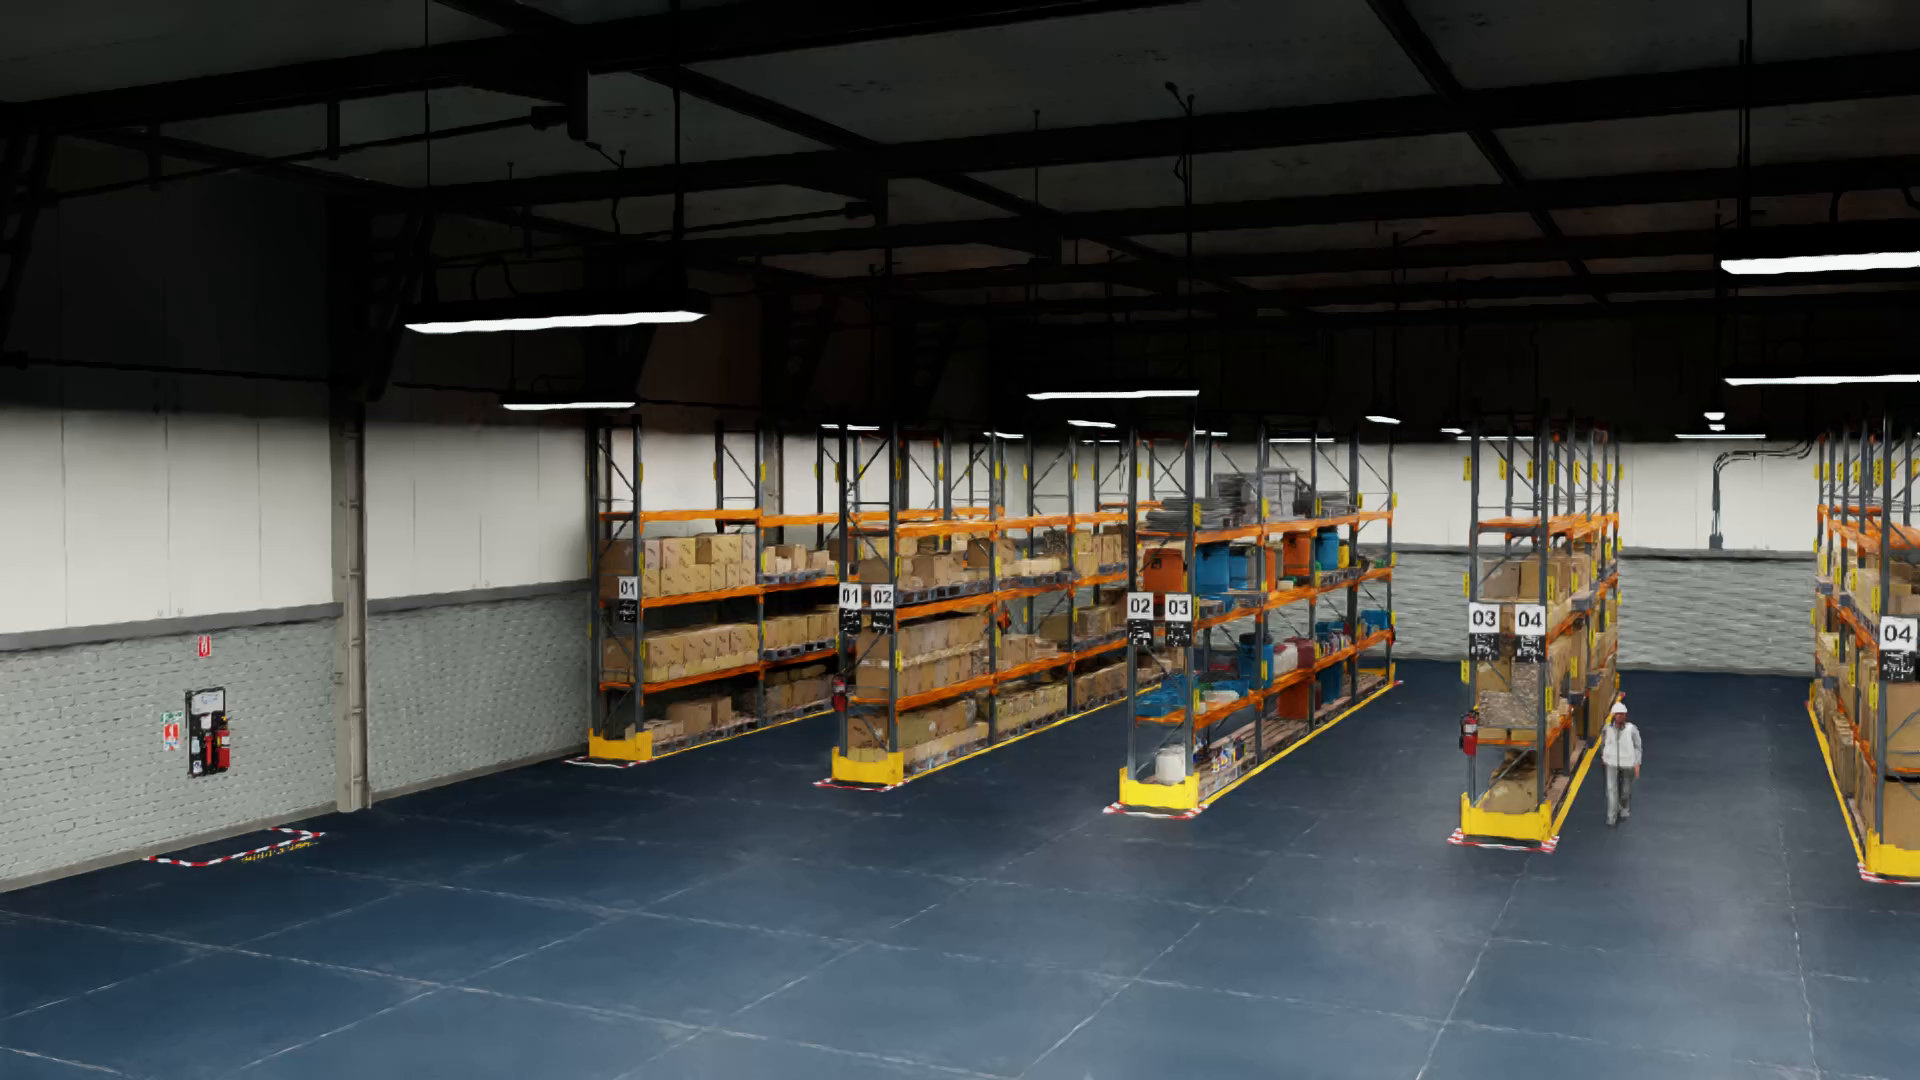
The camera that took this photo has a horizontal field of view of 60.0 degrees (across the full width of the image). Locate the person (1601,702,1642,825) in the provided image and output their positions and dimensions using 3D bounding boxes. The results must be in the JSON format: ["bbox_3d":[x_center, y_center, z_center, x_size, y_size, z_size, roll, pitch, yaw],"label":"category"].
[{"bbox_3d":[9.413,3.165,23.678,0.555,1.725,1.029,1,3,24],"label":"person"}]

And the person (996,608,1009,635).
[{"bbox_3d":[1.029,2.308,44.642,0.690,1.723,0.441,-2,3,-35],"label":"person"}]
